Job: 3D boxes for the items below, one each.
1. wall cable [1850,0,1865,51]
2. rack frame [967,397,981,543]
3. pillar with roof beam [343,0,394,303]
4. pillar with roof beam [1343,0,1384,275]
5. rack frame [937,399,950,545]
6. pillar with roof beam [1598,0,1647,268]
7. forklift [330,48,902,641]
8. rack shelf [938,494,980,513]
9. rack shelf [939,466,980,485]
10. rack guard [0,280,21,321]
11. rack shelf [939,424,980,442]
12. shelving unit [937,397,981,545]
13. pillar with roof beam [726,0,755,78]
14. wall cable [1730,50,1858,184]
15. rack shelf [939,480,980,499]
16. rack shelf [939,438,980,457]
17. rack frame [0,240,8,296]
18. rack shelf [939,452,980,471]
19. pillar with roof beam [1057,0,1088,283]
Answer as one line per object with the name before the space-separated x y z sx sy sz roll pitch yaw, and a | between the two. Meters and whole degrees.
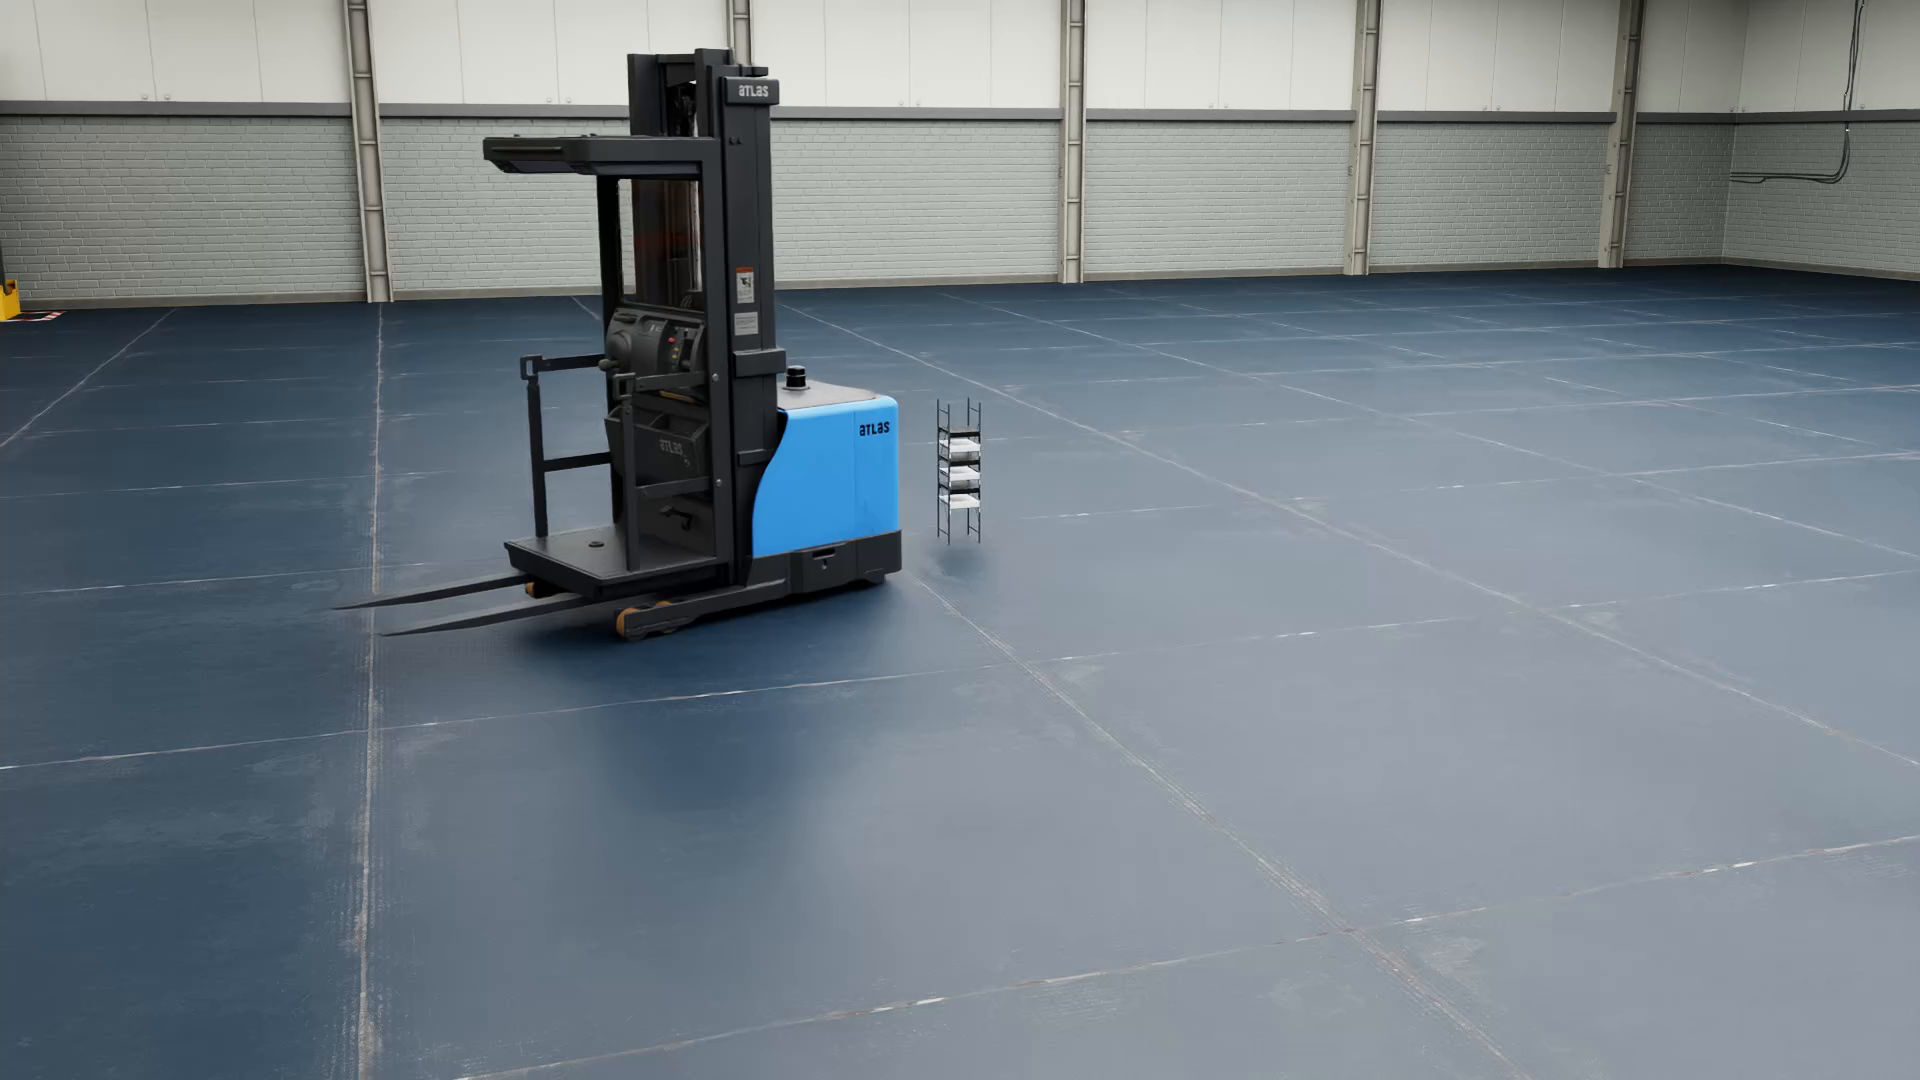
wall cable | 17.474 -10.282 30.221 0.112 2.526 3.097 -4 14 -18
rack frame | 0.089 -0.445 10.568 0.006 0.900 0.240 -4 14 -18
pillar with roof beam | -7.976 -7.286 21.829 0.400 9.000 9.100 -4 14 -18
pillar with roof beam | 9.084 -8.615 27.414 0.400 9.000 9.100 -4 14 -18
rack frame | -0.104 -0.430 10.505 0.006 0.900 0.240 -4 14 -18
pillar with roof beam | 14.771 -9.058 29.276 0.400 9.000 9.100 -4 14 -18
forklift | -1.782 -1.049 8.719 3.031 2.935 1.130 -11 17 -39
rack shelf | -0.008 -0.230 10.586 0.200 0.077 0.258 -4 14 -18
rack shelf | -0.008 -0.405 10.544 0.200 0.077 0.258 -4 14 -18
rack guard | -14.066 -3.509 24.313 0.348 0.500 1.175 -4 14 -18
rack shelf | -0.008 -0.667 10.481 0.200 0.077 0.258 -4 14 -18
shelving unit | -0.008 -0.437 10.536 0.210 0.900 0.258 -4 14 -18
pillar with roof beam | -2.289 -7.729 23.691 0.400 9.000 9.100 -4 14 -18
wall cable | 16.611 -8.419 33.300 0.112 2.526 3.097 -4 14 -18
rack shelf | -0.008 -0.317 10.565 0.200 0.077 0.258 -4 14 -18
rack shelf | -0.008 -0.580 10.502 0.200 0.077 0.258 -4 14 -18
rack frame | -14.088 -4.723 24.016 0.127 3.000 1.000 -4 14 -18
rack shelf | -0.008 -0.492 10.523 0.200 0.077 0.258 -4 14 -18
pillar with roof beam | 3.397 -8.172 25.553 0.400 9.000 9.100 -4 14 -18
